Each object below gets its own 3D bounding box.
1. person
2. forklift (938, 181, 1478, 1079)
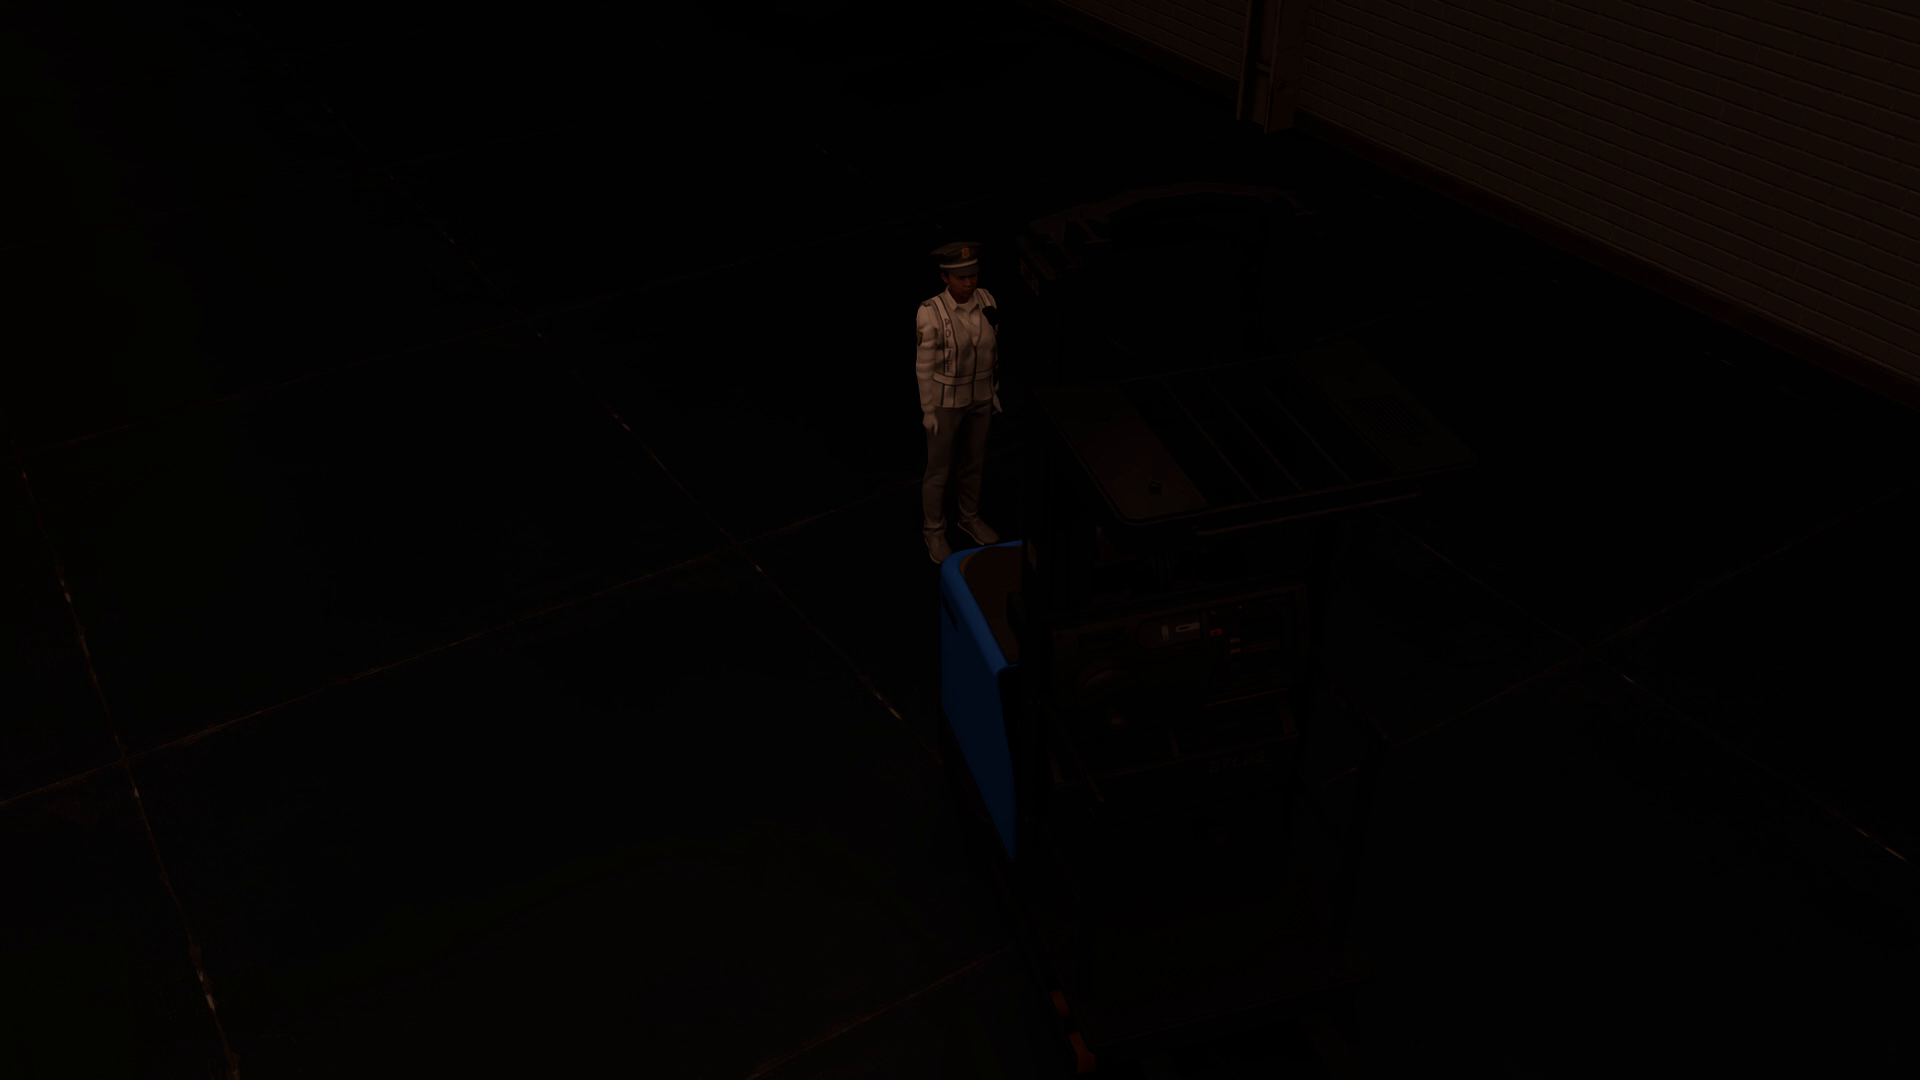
[{"bbox_3d":[0.005,-0.692,8.215,0.461,1.694,0.353,-21,40,-27],"label":"person"},{"bbox_3d":[0.822,0.461,5.492,1.130,2.935,3.031,-10,36,-14],"label":"forklift"}]
